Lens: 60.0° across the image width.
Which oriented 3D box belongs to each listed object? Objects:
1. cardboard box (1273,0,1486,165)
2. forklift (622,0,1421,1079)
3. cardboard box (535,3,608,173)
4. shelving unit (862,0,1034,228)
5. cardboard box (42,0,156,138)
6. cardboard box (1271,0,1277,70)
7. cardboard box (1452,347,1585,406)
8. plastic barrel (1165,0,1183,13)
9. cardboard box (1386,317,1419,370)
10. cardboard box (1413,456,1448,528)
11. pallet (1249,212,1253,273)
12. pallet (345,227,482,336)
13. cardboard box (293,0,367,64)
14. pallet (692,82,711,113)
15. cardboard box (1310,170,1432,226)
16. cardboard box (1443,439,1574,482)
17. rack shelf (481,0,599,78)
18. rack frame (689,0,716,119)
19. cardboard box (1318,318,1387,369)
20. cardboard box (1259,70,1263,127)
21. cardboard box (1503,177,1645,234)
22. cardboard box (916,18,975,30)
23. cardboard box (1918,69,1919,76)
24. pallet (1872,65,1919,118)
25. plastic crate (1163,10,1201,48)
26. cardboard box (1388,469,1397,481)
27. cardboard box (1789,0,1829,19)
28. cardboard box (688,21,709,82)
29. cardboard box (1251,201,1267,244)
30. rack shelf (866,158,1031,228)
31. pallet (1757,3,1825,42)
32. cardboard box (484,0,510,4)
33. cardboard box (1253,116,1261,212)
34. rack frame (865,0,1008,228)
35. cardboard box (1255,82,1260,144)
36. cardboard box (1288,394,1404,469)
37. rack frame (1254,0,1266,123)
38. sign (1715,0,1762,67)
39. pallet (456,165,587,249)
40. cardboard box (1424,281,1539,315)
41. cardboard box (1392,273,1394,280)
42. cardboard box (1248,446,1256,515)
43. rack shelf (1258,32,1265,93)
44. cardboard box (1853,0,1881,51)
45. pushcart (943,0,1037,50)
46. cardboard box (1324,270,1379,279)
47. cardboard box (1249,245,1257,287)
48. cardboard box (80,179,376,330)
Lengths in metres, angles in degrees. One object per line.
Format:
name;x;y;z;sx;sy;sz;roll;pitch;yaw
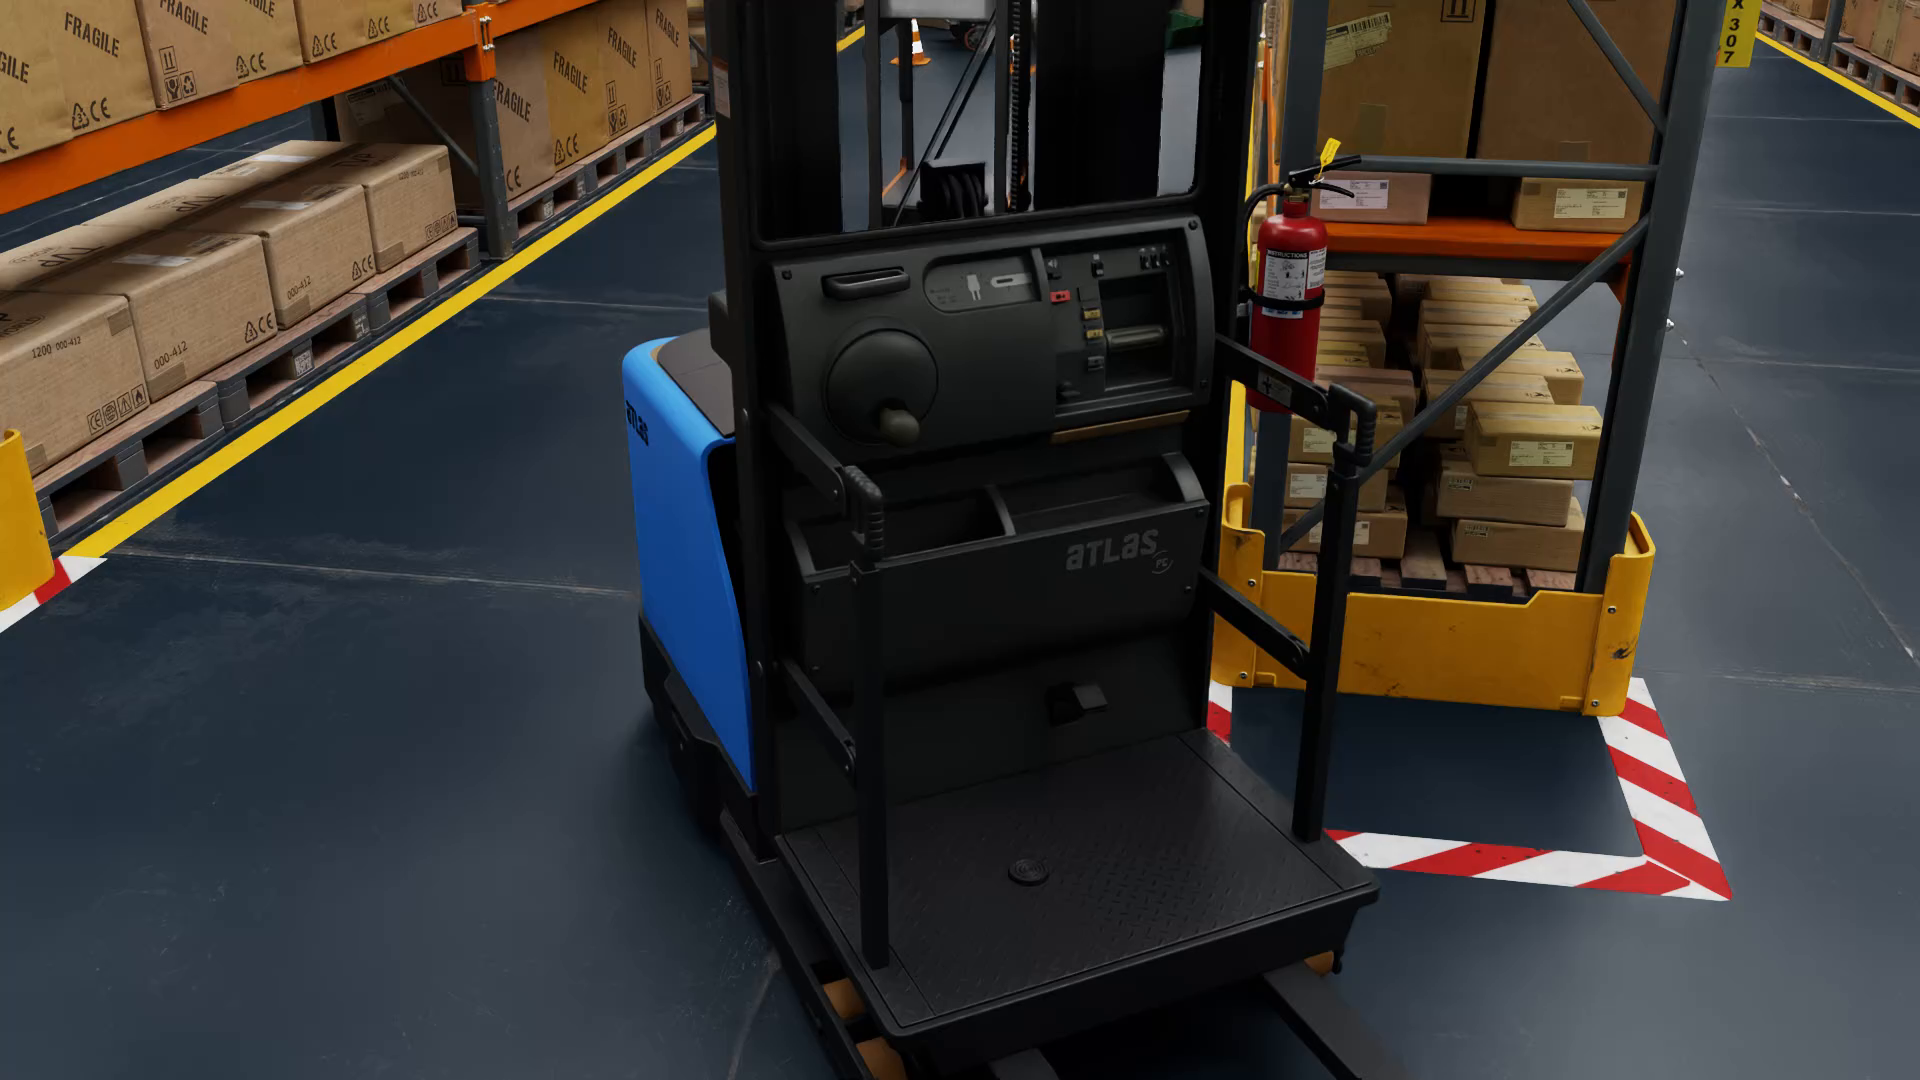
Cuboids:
cardboard box;1.138;-1.322;4.567;0.500;0.500;0.500;5;25;10
forklift;0.178;-0.385;3.116;1.130;2.935;3.031;-11;27;-22
cardboard box;-2.766;-2.781;10.164;0.875;0.875;0.875;5;26;10
shelving unit;-0.027;-0.882;5.157;0.431;2.100;0.503;4;25;9
cardboard box;-3.165;-1.677;5.676;0.500;0.500;0.500;4;25;8
cardboard box;1.392;-1.958;5.925;0.500;0.500;0.500;5;26;11
cardboard box;1.833;-0.520;5.489;0.380;0.149;0.250;4;25;8
plastic barrel;1.951;-5.369;16.721;0.421;0.421;0.512;-20;32;-36
cardboard box;1.812;-0.724;6.275;0.380;0.149;0.250;5;26;11
cardboard box;1.682;-0.147;5.394;0.380;0.149;0.250;4;25;8
pallet;2.098;-1.672;9.073;1.003;0.211;1.213;4;25;9
pallet;-3.130;-1.334;8.352;1.003;0.211;1.213;4;25;9
cardboard box;-2.898;-2.317;7.043;0.500;0.500;0.500;4;25;8
pallet;-2.145;-3.647;13.292;1.003;0.211;1.213;4;25;9
cardboard box;1.093;-0.978;4.598;0.380;0.149;0.250;4;25;9
cardboard box;1.757;-0.282;5.331;0.380;0.149;0.250;4;25;8
rack shelf;-2.601;-3.421;10.368;1.077;0.370;4.000;4;25;9
rack frame;-2.274;-4.583;12.003;1.000;3.000;0.127;4;25;9
cardboard box;1.274;-0.666;5.800;0.380;0.149;0.250;3;25;6
cardboard box;1.844;-2.336;8.771;0.500;0.250;0.500;3;25;7
cardboard box;1.694;-0.935;4.506;0.380;0.149;0.250;4;25;8
cardboard box;-0.103;-5.479;16.862;0.500;0.500;0.500;-20;32;-36
cardboard box;7.756;-3.715;12.579;0.700;0.500;0.500;6;26;13
pallet;7.833;-3.469;12.912;1.003;0.211;1.213;4;25;9
plastic crate;2.015;-4.871;15.867;0.450;0.188;0.662;29;36;30
cardboard box;1.219;-0.316;5.404;0.380;0.149;0.250;3;25;7
cardboard box;8.371;-5.297;15.981;0.500;0.500;0.500;2;25;4
cardboard box;-2.172;-3.819;12.974;0.950;0.372;0.625;2;25;5
cardboard box;1.597;-1.514;7.962;0.380;0.149;0.250;5;26;11
rack shelf;-0.027;-0.869;5.163;0.431;0.518;0.480;4;25;9
pallet;8.428;-5.101;16.399;1.003;0.211;1.213;4;25;9
cardboard box;-2.596;-3.008;8.814;0.500;0.250;0.500;3;25;7
cardboard box;1.844;-1.994;8.926;0.500;0.500;0.500;4;25;8
rack frame;-0.067;-0.780;4.939;0.400;2.100;0.015;4;25;9
cardboard box;2.100;-2.637;10.298;0.500;0.500;0.500;3;25;7
cardboard box;1.155;-0.344;5.112;0.380;0.149;0.250;4;25;9
rack frame;2.626;-4.282;11.360;1.000;3.000;0.127;4;25;9
sign;1.853;-1.291;3.948;0.100;0.325;0.005;4;25;9
pallet;-2.876;-1.975;9.720;1.003;0.211;1.213;4;25;9
cardboard box;1.935;-0.852;6.198;0.380;0.149;0.250;4;25;9
cardboard box;2.016;-1.056;6.984;0.380;0.149;0.250;5;25;10
cardboard box;1.141;-0.184;5.473;0.380;0.149;0.250;5;26;10
rack shelf;2.299;-3.120;9.726;1.077;0.370;4.000;4;25;9
cardboard box;8.034;-4.381;14.001;0.700;0.500;0.500;2;25;4
pushcart;0.637;-4.931;15.840;1.648;0.377;0.936;-5;25;-10
cardboard box;1.431;-0.996;6.506;0.380;0.149;0.250;4;25;9
cardboard box;1.552;-1.267;7.786;0.380;0.149;0.250;5;26;10
cardboard box;-3.282;-1.310;7.537;0.875;0.438;0.875;3;25;7
